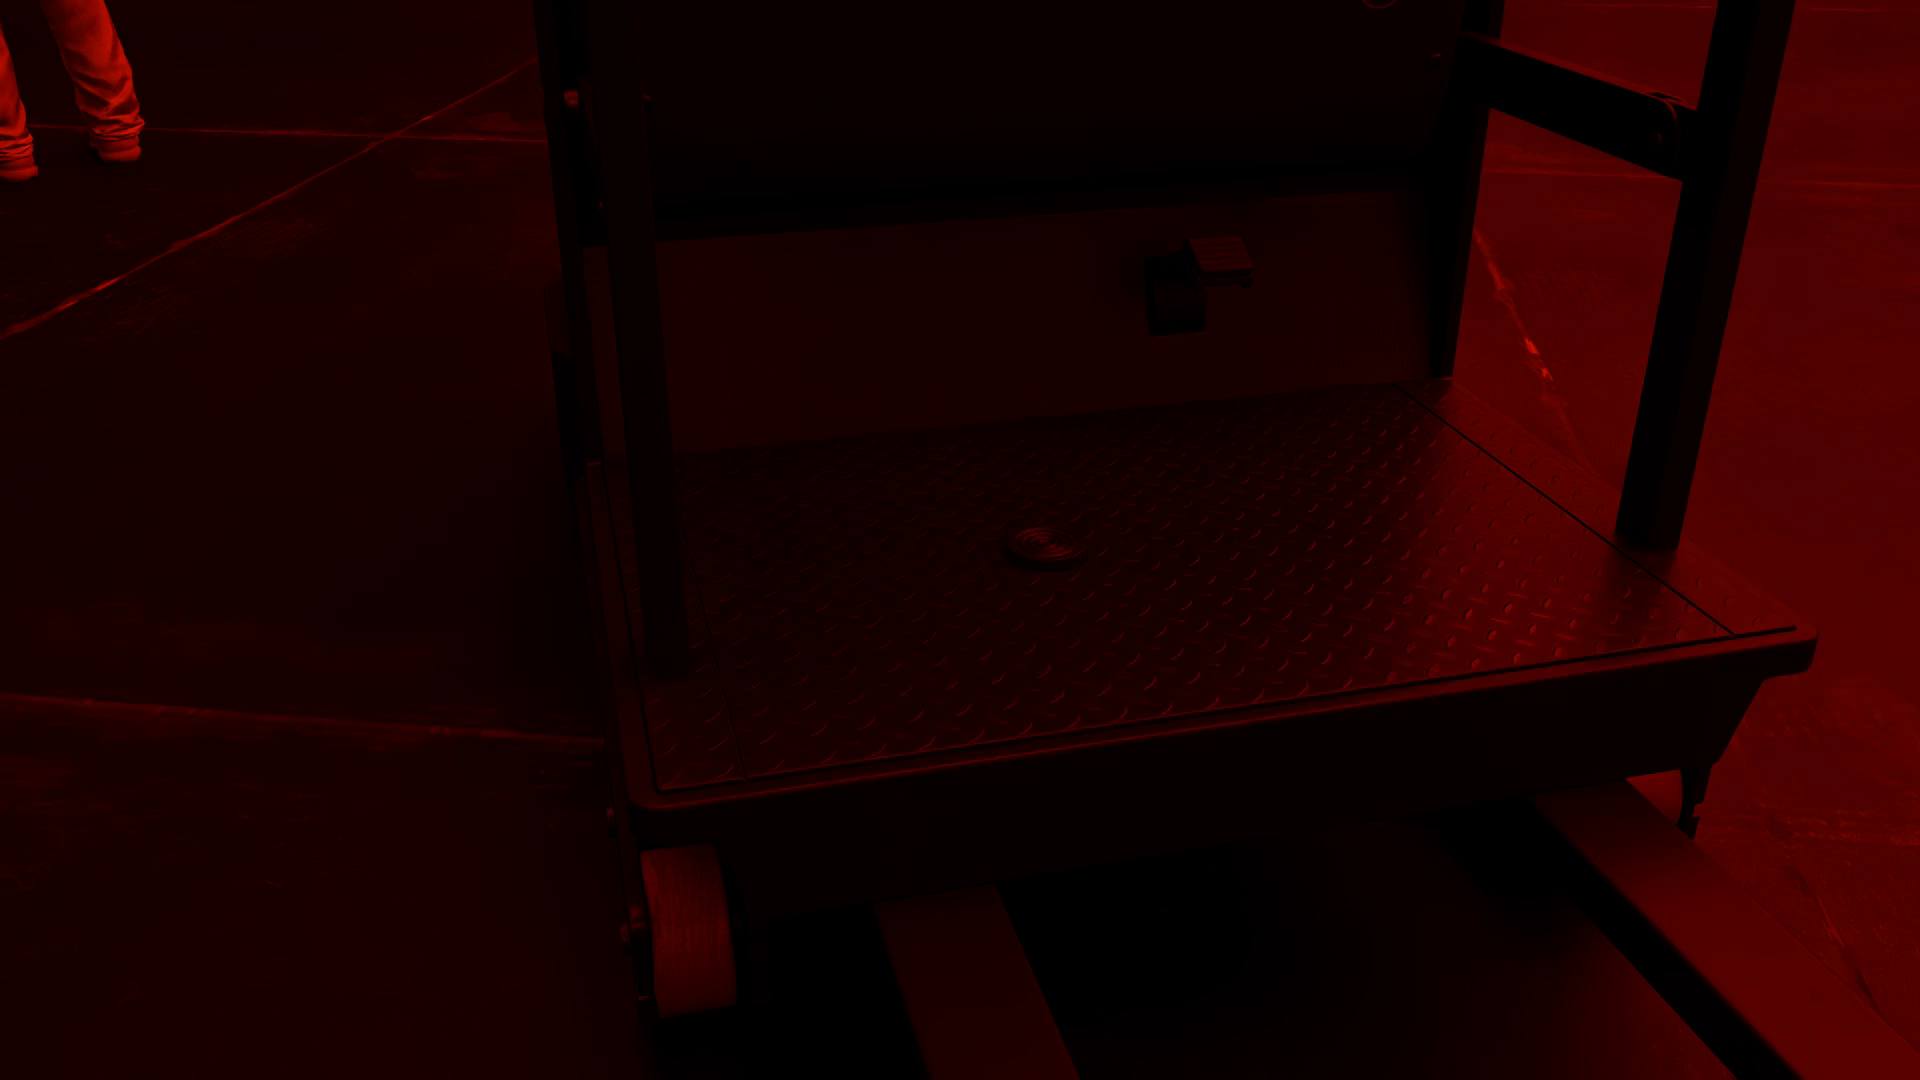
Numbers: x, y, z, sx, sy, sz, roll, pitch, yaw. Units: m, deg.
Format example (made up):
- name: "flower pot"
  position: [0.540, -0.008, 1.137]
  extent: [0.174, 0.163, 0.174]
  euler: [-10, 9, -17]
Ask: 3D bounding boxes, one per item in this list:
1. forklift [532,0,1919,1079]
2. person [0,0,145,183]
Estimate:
- name: "forklift"
  position: [0.153, -1.049, 1.319]
  extent: [1.130, 2.935, 3.031]
  euler: [-7, 27, -13]
- name: "person"
  position: [-2.492, -1.811, 4.149]
  extent: [0.452, 1.772, 0.617]
  euler: [22, 34, 36]
